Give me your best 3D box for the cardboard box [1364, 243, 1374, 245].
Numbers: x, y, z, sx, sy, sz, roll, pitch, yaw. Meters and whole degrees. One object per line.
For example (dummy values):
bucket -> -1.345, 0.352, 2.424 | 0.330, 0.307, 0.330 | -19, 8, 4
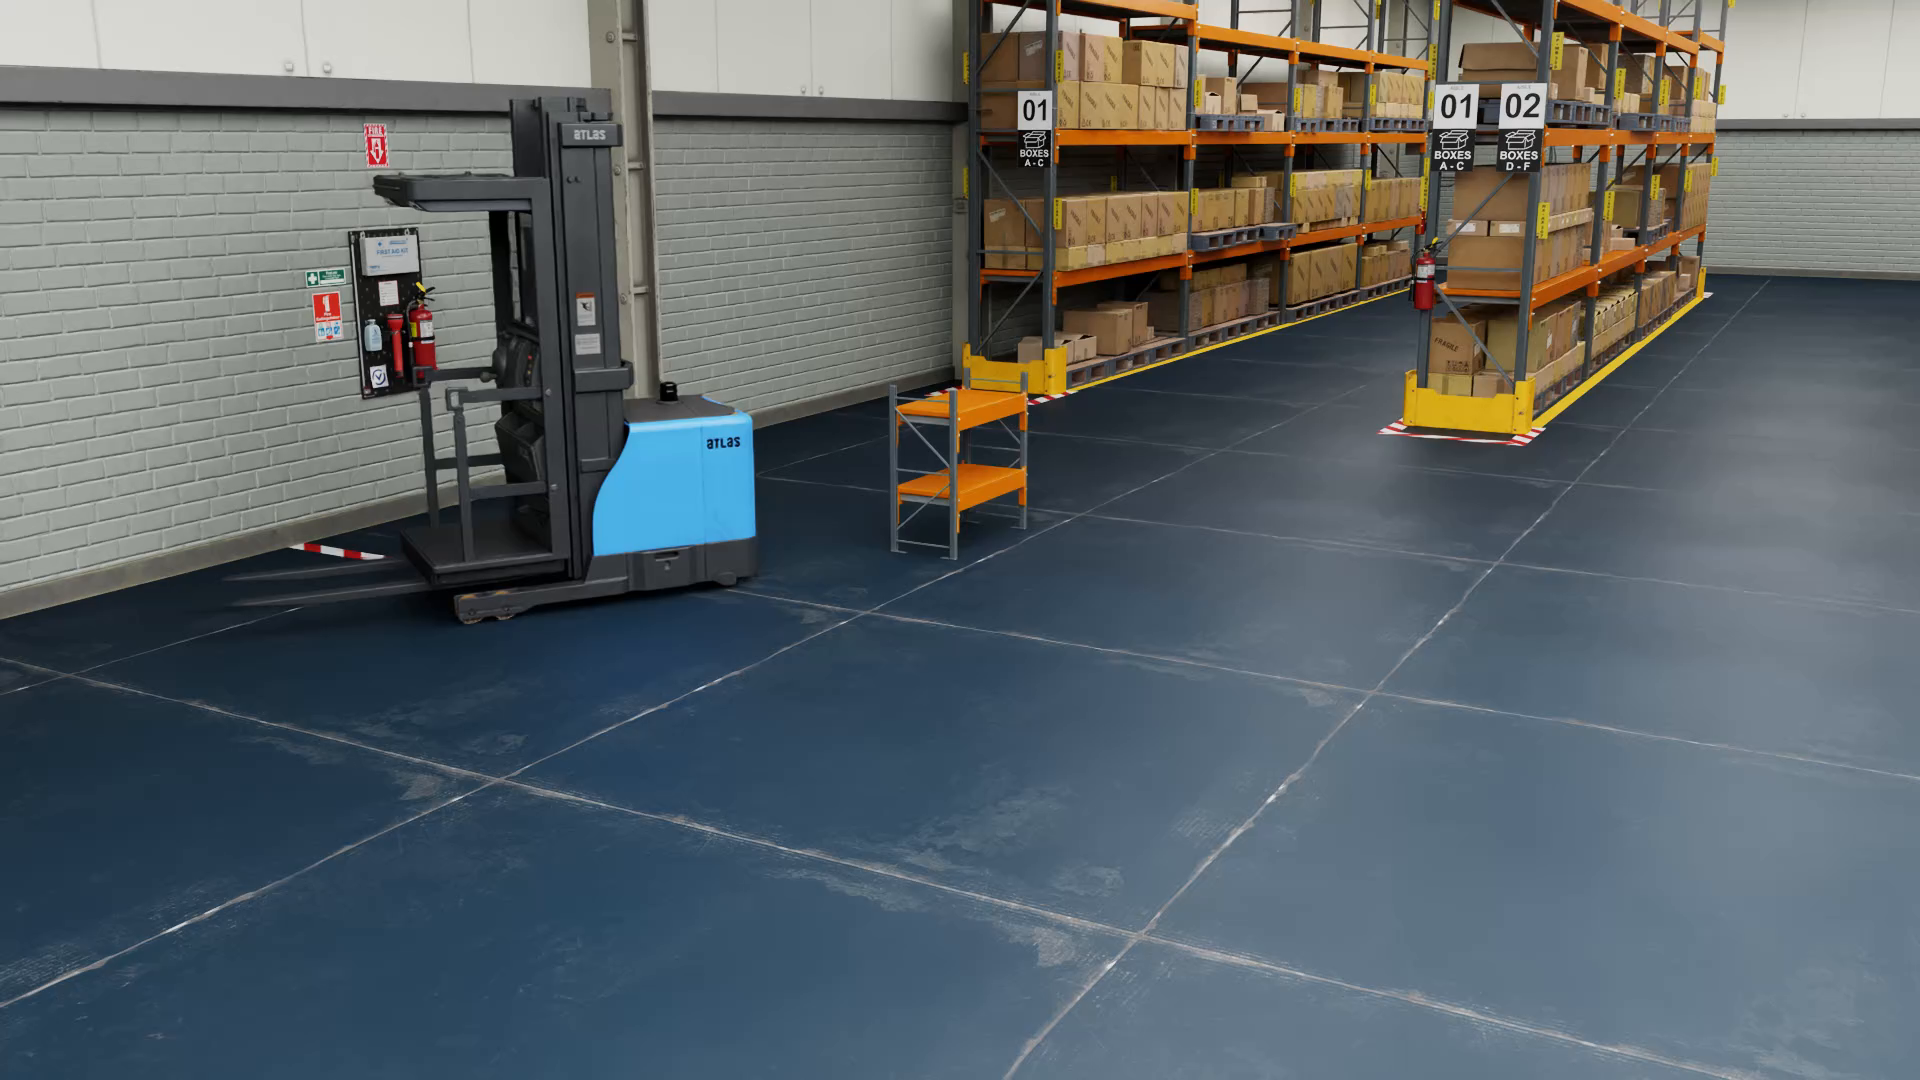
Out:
cardboard box -> 7.317, -5.333, 30.307 | 0.380, 0.149, 0.250 | 8, 15, 29

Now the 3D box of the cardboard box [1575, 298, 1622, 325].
cardboard box -> 7.991, -2.885, 20.876 | 0.500, 0.311, 0.500 | 8, 16, 30

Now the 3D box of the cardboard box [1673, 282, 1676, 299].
cardboard box -> 11.091, -3.983, 26.452 | 0.500, 0.311, 0.500 | 7, 15, 28

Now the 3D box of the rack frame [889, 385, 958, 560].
rack frame -> -0.242, -0.444, 10.975 | 0.500, 1.125, 0.032 | 7, 15, 28

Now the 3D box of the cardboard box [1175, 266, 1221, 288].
cardboard box -> 3.292, -3.648, 23.058 | 0.500, 0.250, 0.500 | 7, 15, 26

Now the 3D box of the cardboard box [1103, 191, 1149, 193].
cardboard box -> 2.083, -4.162, 21.075 | 0.500, 0.500, 0.500 | 7, 15, 27

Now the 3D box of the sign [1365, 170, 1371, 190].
sign -> 6.840, -6.040, 27.884 | 0.100, 0.325, 0.005 | 7, 15, 28

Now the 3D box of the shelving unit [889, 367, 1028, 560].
shelving unit -> 0.003, -0.548, 11.407 | 0.538, 1.125, 1.048 | 7, 15, 28

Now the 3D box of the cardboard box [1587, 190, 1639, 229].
cardboard box -> 8.971, -4.588, 23.057 | 0.700, 0.500, 0.500 | 2, 14, 9

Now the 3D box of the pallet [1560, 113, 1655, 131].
pallet -> 7.977, -5.181, 20.627 | 1.003, 0.211, 1.213 | 8, 16, 31

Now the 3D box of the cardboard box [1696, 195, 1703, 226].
cardboard box -> 12.160, -5.552, 27.951 | 0.500, 0.500, 0.500 | 8, 15, 28

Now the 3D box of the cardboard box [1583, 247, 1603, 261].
cardboard box -> 7.438, -3.410, 19.812 | 0.380, 0.149, 0.250 | 7, 15, 28

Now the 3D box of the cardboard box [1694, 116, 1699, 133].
cardboard box -> 11.395, -6.574, 26.320 | 0.500, 0.250, 0.500 | 7, 15, 28

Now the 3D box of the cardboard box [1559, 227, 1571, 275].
cardboard box -> 6.127, -3.118, 17.855 | 0.700, 0.500, 0.500 | 8, 16, 29

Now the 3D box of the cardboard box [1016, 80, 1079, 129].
cardboard box -> 0.940, -4.670, 17.847 | 0.500, 0.500, 0.500 | 8, 16, 30

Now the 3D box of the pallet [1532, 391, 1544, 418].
pallet -> 5.230, -1.359, 16.718 | 1.003, 0.211, 1.213 | 7, 15, 28

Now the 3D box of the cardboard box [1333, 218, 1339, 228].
cardboard box -> 5.926, -5.155, 27.010 | 0.380, 0.149, 0.250 | 7, 15, 28

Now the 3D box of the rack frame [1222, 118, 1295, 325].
rack frame -> 4.427, -4.754, 24.854 | 1.000, 3.000, 0.127 | 7, 15, 28

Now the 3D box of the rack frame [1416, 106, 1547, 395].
rack frame -> 4.897, -2.552, 15.721 | 1.000, 3.000, 0.127 | 7, 15, 28

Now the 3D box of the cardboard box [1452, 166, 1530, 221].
cardboard box -> 5.160, -3.337, 15.993 | 0.700, 0.500, 0.500 | 7, 15, 28

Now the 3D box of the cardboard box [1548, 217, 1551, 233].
cardboard box -> 5.647, -3.129, 16.517 | 0.380, 0.149, 0.250 | 7, 15, 27

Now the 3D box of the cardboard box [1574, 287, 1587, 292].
cardboard box -> 8.255, -3.260, 22.428 | 0.500, 0.311, 0.500 | 8, 16, 30

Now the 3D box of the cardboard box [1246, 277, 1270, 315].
cardboard box -> 4.124, -3.599, 24.458 | 0.700, 0.500, 0.500 | 8, 16, 29

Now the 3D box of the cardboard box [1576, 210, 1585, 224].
cardboard box -> 6.642, -3.552, 18.271 | 0.380, 0.149, 0.250 | 7, 15, 26

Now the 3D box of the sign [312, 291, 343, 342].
sign -> -4.346, -1.536, 11.430 | 0.001, 0.329, 0.234 | 7, 15, 28

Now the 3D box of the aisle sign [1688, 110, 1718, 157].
aisle sign -> 12.933, -7.078, 28.946 | 0.394, 0.787, 0.004 | 7, 15, 28

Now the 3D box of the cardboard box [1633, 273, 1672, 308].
cardboard box -> 10.464, -3.779, 25.203 | 0.500, 0.500, 0.500 | 7, 15, 28

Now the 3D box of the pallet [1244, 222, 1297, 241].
pallet -> 4.175, -4.503, 24.220 | 1.213, 0.211, 1.003 | 7, 15, 28

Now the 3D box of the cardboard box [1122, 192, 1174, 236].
cardboard box -> 2.299, -4.000, 20.402 | 0.500, 0.500, 0.500 | 7, 15, 28

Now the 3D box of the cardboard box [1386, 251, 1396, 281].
cardboard box -> 7.559, -5.024, 30.408 | 0.700, 0.500, 0.500 | 7, 15, 26

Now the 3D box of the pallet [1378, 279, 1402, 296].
pallet -> 7.385, -4.618, 30.237 | 1.003, 0.211, 1.213 | 7, 15, 28

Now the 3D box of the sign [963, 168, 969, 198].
sign -> 0.083, -3.896, 18.151 | 0.100, 0.325, 0.005 | 7, 15, 28

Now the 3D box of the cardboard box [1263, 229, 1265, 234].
cardboard box -> 4.788, -4.683, 25.052 | 0.380, 0.149, 0.250 | 7, 15, 27

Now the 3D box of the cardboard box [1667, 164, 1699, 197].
cardboard box -> 11.671, -5.825, 26.949 | 0.500, 0.500, 0.500 | 7, 15, 26

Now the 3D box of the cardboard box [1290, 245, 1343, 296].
cardboard box -> 5.733, -4.403, 27.088 | 0.750, 0.750, 0.750 | 8, 16, 30

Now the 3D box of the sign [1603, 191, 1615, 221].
sign -> 7.318, -3.770, 18.754 | 0.100, 0.325, 0.005 | 7, 15, 28

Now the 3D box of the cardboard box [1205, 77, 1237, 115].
cardboard box -> 3.423, -6.001, 22.514 | 0.500, 0.500, 0.500 | 7, 15, 26

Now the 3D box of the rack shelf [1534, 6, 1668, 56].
rack shelf -> 7.798, -6.156, 20.255 | 1.077, 0.370, 4.000 | 7, 15, 28

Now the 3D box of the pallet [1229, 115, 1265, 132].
pallet -> 3.383, -5.628, 22.479 | 1.213, 0.211, 1.003 | 7, 15, 28

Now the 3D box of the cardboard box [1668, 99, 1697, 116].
cardboard box -> 11.151, -6.714, 25.837 | 0.500, 0.250, 0.500 | 7, 15, 28

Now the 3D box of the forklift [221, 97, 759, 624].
forklift -> -2.800, -1.084, 9.776 | 3.031, 2.935, 1.130 | -7, 15, -27

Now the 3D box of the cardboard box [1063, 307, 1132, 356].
cardboard box -> 1.647, -2.505, 19.919 | 0.700, 0.500, 0.500 | 6, 15, 25

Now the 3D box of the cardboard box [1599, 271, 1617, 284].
cardboard box -> 9.035, -3.787, 23.638 | 0.500, 0.250, 0.500 | 8, 16, 30

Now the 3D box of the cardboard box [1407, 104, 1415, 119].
cardboard box -> 7.922, -7.746, 30.075 | 0.500, 0.250, 0.500 | 7, 15, 26

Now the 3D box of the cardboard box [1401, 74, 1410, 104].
cardboard box -> 7.683, -8.008, 29.559 | 0.500, 0.500, 0.500 | 7, 15, 26

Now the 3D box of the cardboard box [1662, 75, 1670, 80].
cardboard box -> 10.087, -6.539, 24.535 | 0.600, 0.600, 0.600 | 7, 15, 27

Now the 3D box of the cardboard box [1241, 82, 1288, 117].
cardboard box -> 4.606, -6.579, 24.871 | 0.700, 0.500, 0.500 | 6, 15, 24

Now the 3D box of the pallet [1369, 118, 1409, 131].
pallet -> 7.356, -7.406, 29.642 | 1.003, 0.211, 1.213 | 7, 15, 28

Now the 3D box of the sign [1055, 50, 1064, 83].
sign -> 1.034, -4.935, 17.337 | 0.100, 0.325, 0.005 | 7, 15, 28

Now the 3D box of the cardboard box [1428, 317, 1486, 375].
cardboard box -> 4.896, -1.928, 16.502 | 0.500, 0.500, 0.500 | 7, 15, 28

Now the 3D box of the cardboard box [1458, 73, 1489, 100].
cardboard box -> 5.223, -4.476, 16.425 | 0.500, 0.250, 0.500 | 7, 15, 28

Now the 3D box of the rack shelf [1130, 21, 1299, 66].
rack shelf -> 3.460, -6.716, 22.580 | 1.077, 0.370, 4.000 | 7, 15, 28

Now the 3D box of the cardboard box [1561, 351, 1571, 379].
cardboard box -> 6.319, -1.915, 18.047 | 0.500, 0.250, 0.500 | 7, 15, 28

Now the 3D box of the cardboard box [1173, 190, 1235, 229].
cardboard box -> 3.336, -4.549, 22.851 | 0.700, 0.500, 0.500 | 10, 17, 36

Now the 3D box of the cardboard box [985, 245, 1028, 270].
cardboard box -> 0.616, -3.168, 18.550 | 0.500, 0.250, 0.500 | 8, 16, 29

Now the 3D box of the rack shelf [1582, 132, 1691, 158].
rack shelf -> 9.732, -5.713, 23.963 | 1.077, 0.370, 4.000 | 7, 15, 28

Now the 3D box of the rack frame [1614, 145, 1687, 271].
rack frame -> 10.698, -5.014, 25.933 | 1.000, 3.000, 0.127 | 7, 15, 28
